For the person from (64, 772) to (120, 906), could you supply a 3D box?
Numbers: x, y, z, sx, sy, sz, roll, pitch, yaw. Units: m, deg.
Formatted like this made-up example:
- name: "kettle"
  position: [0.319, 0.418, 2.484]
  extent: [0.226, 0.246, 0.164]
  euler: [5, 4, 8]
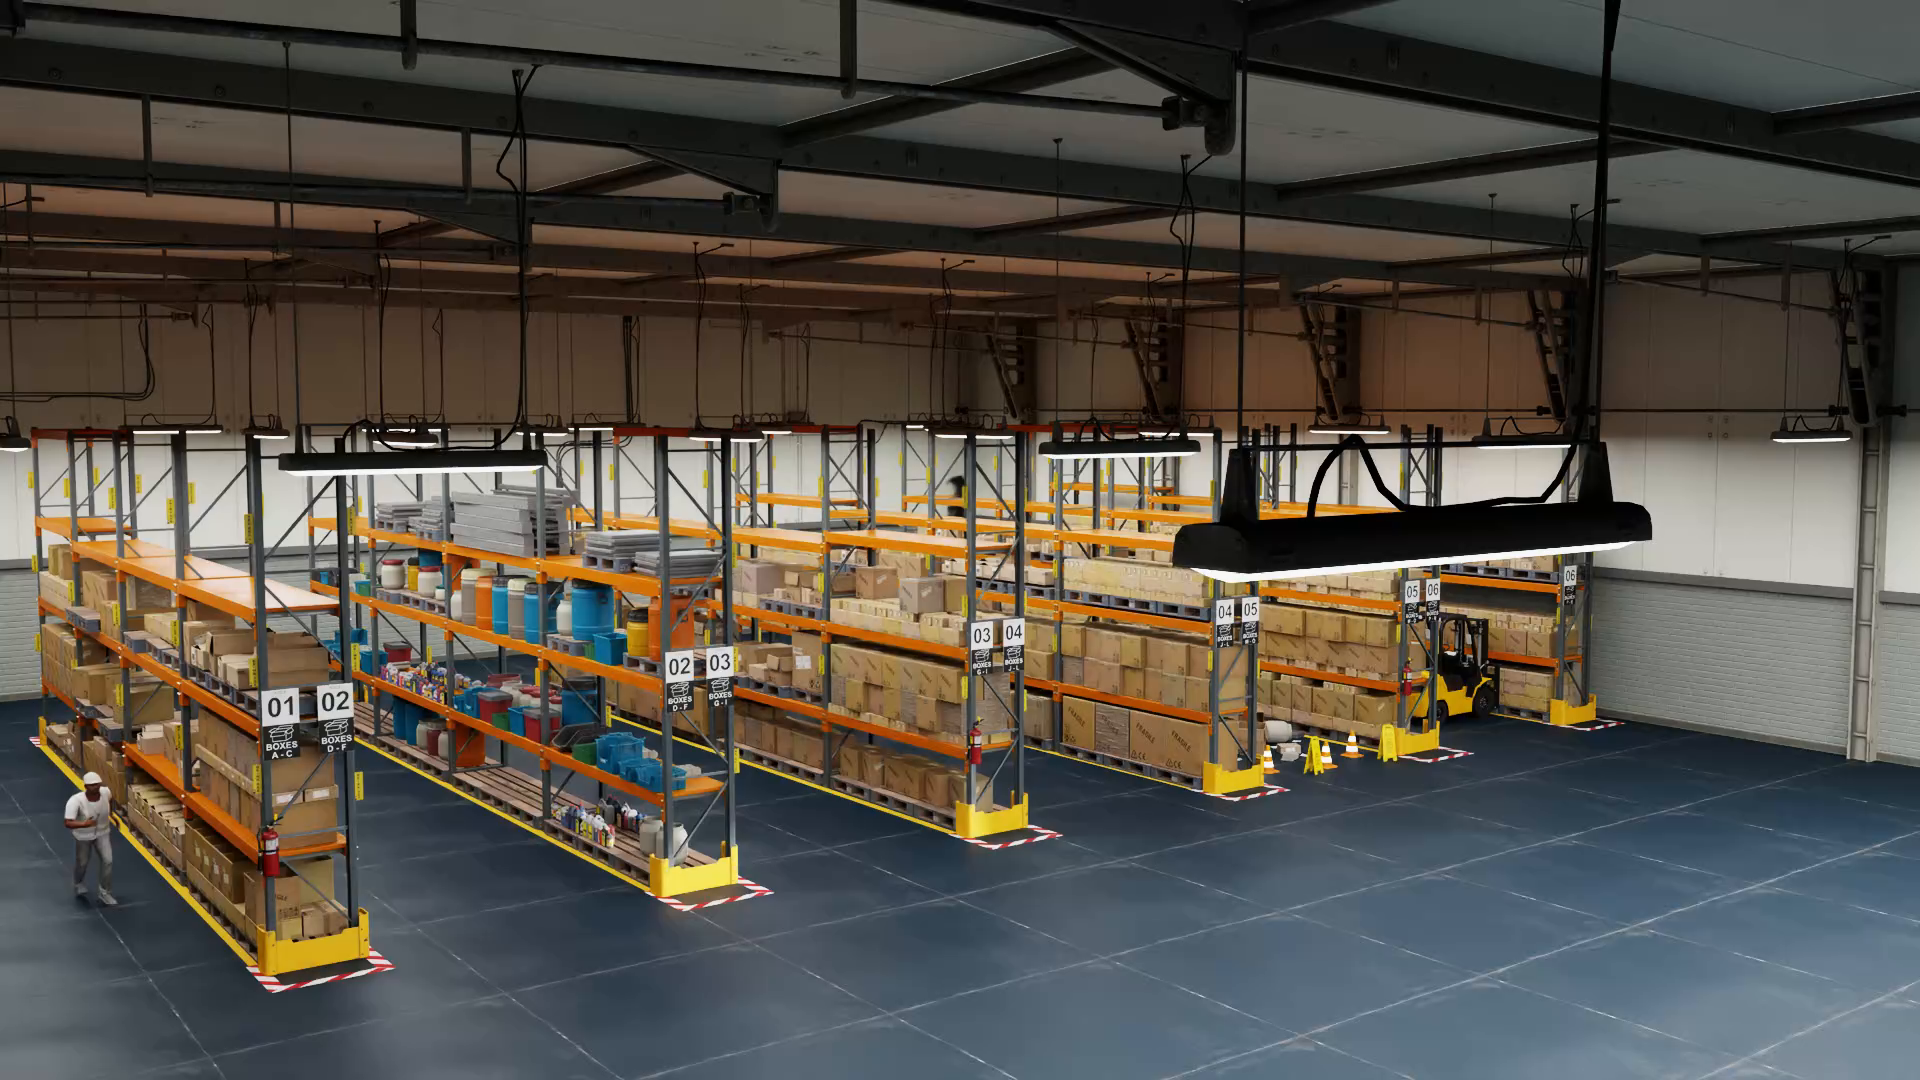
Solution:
- name: "person"
  position: [-11.117, 3.796, 21.302]
  extent: [0.714, 1.733, 0.984]
  euler: [-4, 6, -44]

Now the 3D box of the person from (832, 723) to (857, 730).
- name: "person"
  position: [-2.340, 2.886, 32.950]
  extent: [0.907, 1.731, 0.702]
  euler: [3, 5, 33]

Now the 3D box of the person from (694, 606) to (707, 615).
- name: "person"
  position: [-6.585, 2.340, 41.495]
  extent: [0.636, 1.493, 0.752]
  euler: [-1, 5, -13]
